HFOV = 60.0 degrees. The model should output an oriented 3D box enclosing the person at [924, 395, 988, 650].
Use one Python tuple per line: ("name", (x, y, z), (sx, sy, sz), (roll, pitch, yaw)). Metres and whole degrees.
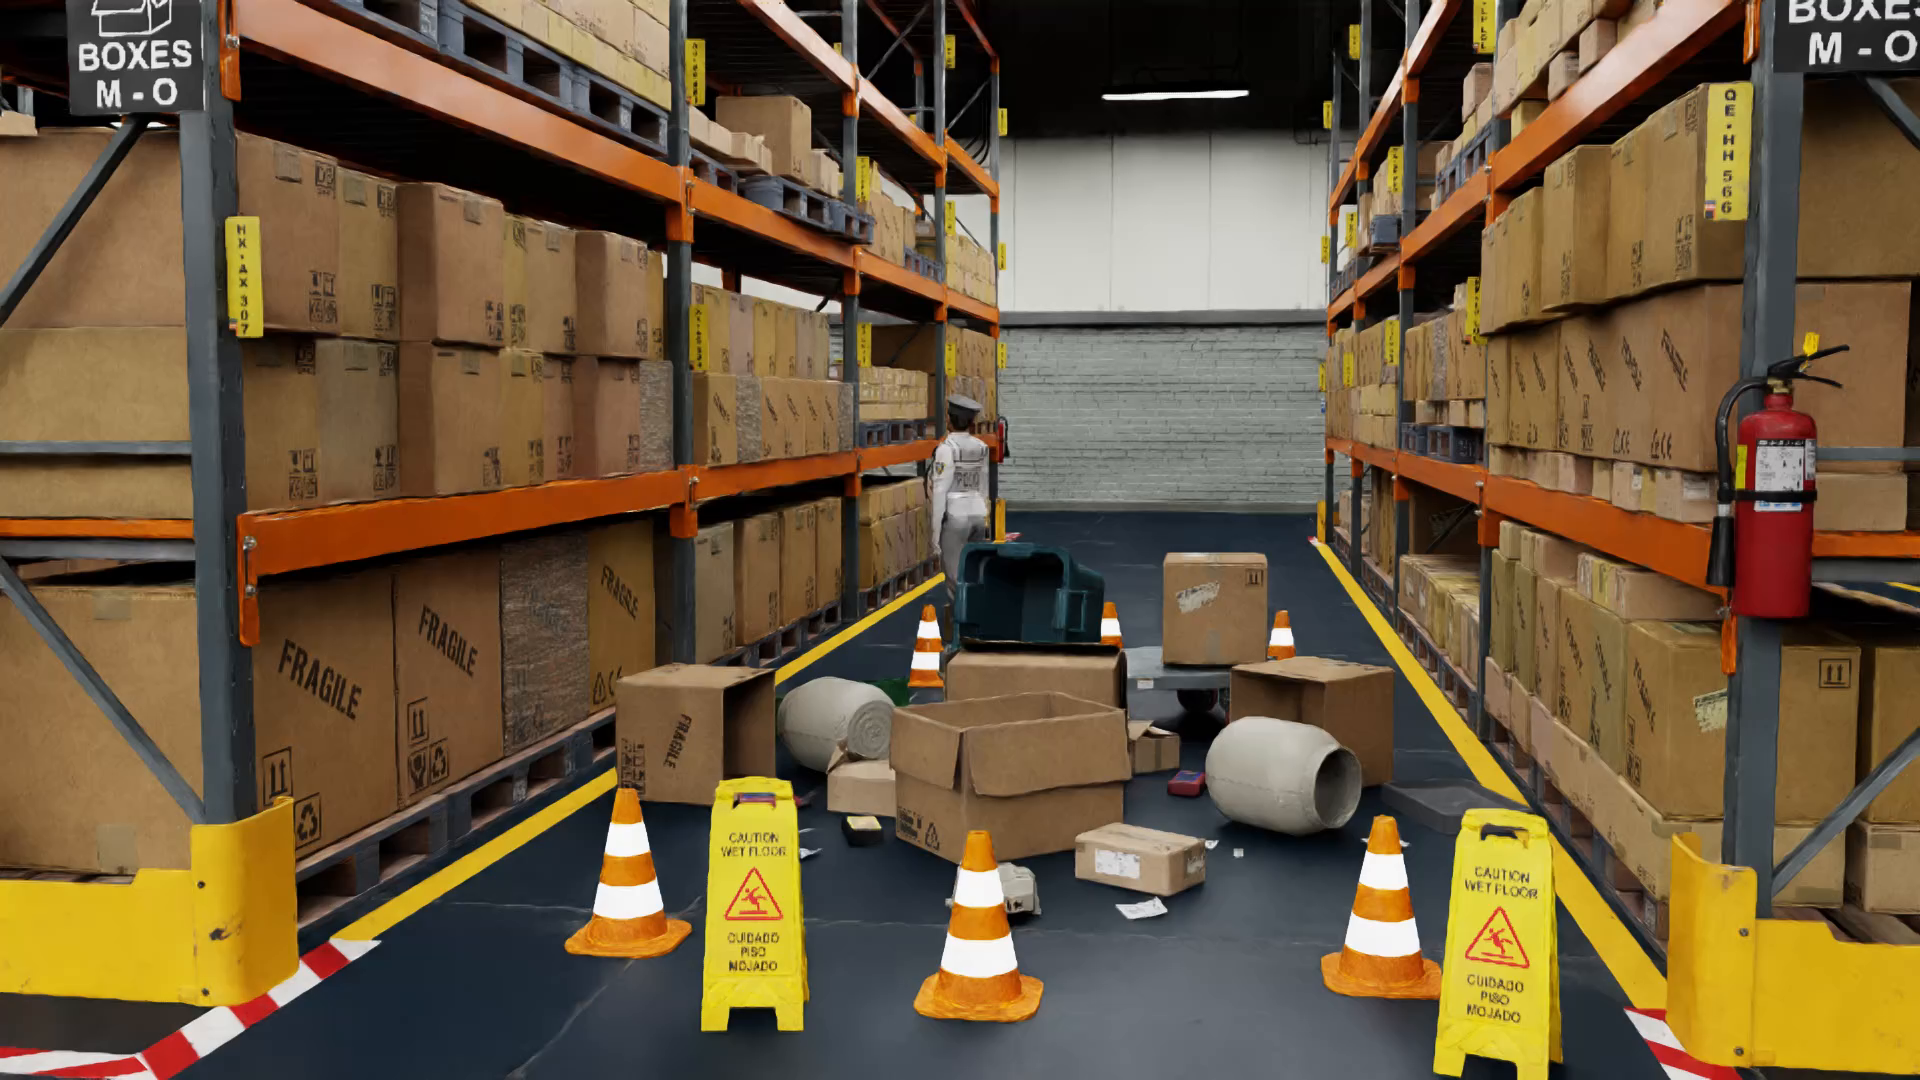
("person", (-0.015, -0.089, 10.693), (0.353, 1.682, 0.530), (3, 6, 36))
